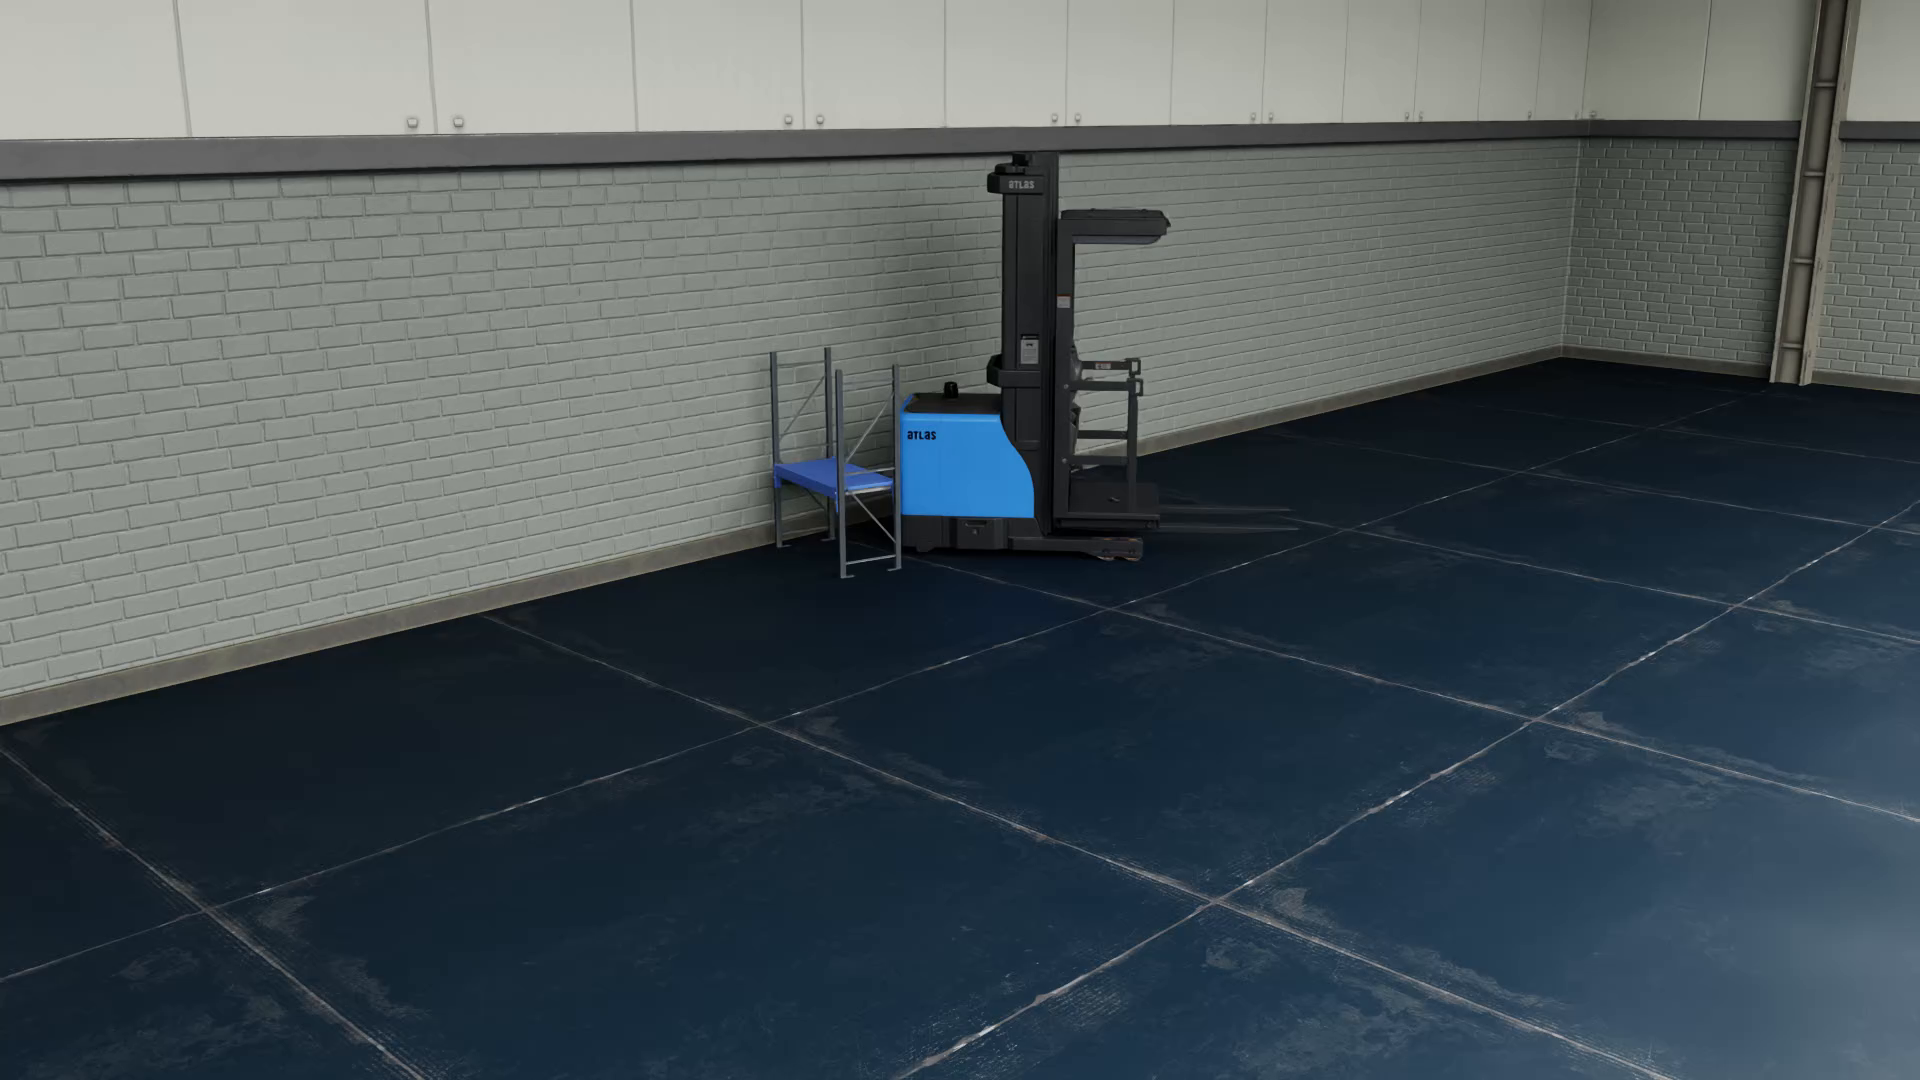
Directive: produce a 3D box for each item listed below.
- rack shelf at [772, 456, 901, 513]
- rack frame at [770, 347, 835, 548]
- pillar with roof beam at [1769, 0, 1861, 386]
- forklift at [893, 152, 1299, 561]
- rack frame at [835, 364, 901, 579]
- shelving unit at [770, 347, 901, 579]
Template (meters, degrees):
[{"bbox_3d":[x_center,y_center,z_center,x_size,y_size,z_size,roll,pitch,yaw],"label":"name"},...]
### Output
[{"bbox_3d":[-0.920,-0.419,12.279,0.538,0.185,1.000,-9,17,-31],"label":"rack shelf"},{"bbox_3d":[-1.194,-0.701,12.648,0.500,1.500,0.032,-9,17,-31],"label":"rack frame"},{"bbox_3d":[7.166,-5.502,16.201,0.400,9.000,9.100,14,20,42],"label":"pillar with roof beam"},{"bbox_3d":[1.043,-1.400,12.492,3.031,2.935,1.130,1,15,5],"label":"forklift"},{"bbox_3d":[-0.647,-0.485,11.818,0.500,1.500,0.032,-9,17,-31],"label":"rack frame"},{"bbox_3d":[-0.920,-0.593,12.233,0.538,1.500,1.048,-9,17,-31],"label":"shelving unit"}]
